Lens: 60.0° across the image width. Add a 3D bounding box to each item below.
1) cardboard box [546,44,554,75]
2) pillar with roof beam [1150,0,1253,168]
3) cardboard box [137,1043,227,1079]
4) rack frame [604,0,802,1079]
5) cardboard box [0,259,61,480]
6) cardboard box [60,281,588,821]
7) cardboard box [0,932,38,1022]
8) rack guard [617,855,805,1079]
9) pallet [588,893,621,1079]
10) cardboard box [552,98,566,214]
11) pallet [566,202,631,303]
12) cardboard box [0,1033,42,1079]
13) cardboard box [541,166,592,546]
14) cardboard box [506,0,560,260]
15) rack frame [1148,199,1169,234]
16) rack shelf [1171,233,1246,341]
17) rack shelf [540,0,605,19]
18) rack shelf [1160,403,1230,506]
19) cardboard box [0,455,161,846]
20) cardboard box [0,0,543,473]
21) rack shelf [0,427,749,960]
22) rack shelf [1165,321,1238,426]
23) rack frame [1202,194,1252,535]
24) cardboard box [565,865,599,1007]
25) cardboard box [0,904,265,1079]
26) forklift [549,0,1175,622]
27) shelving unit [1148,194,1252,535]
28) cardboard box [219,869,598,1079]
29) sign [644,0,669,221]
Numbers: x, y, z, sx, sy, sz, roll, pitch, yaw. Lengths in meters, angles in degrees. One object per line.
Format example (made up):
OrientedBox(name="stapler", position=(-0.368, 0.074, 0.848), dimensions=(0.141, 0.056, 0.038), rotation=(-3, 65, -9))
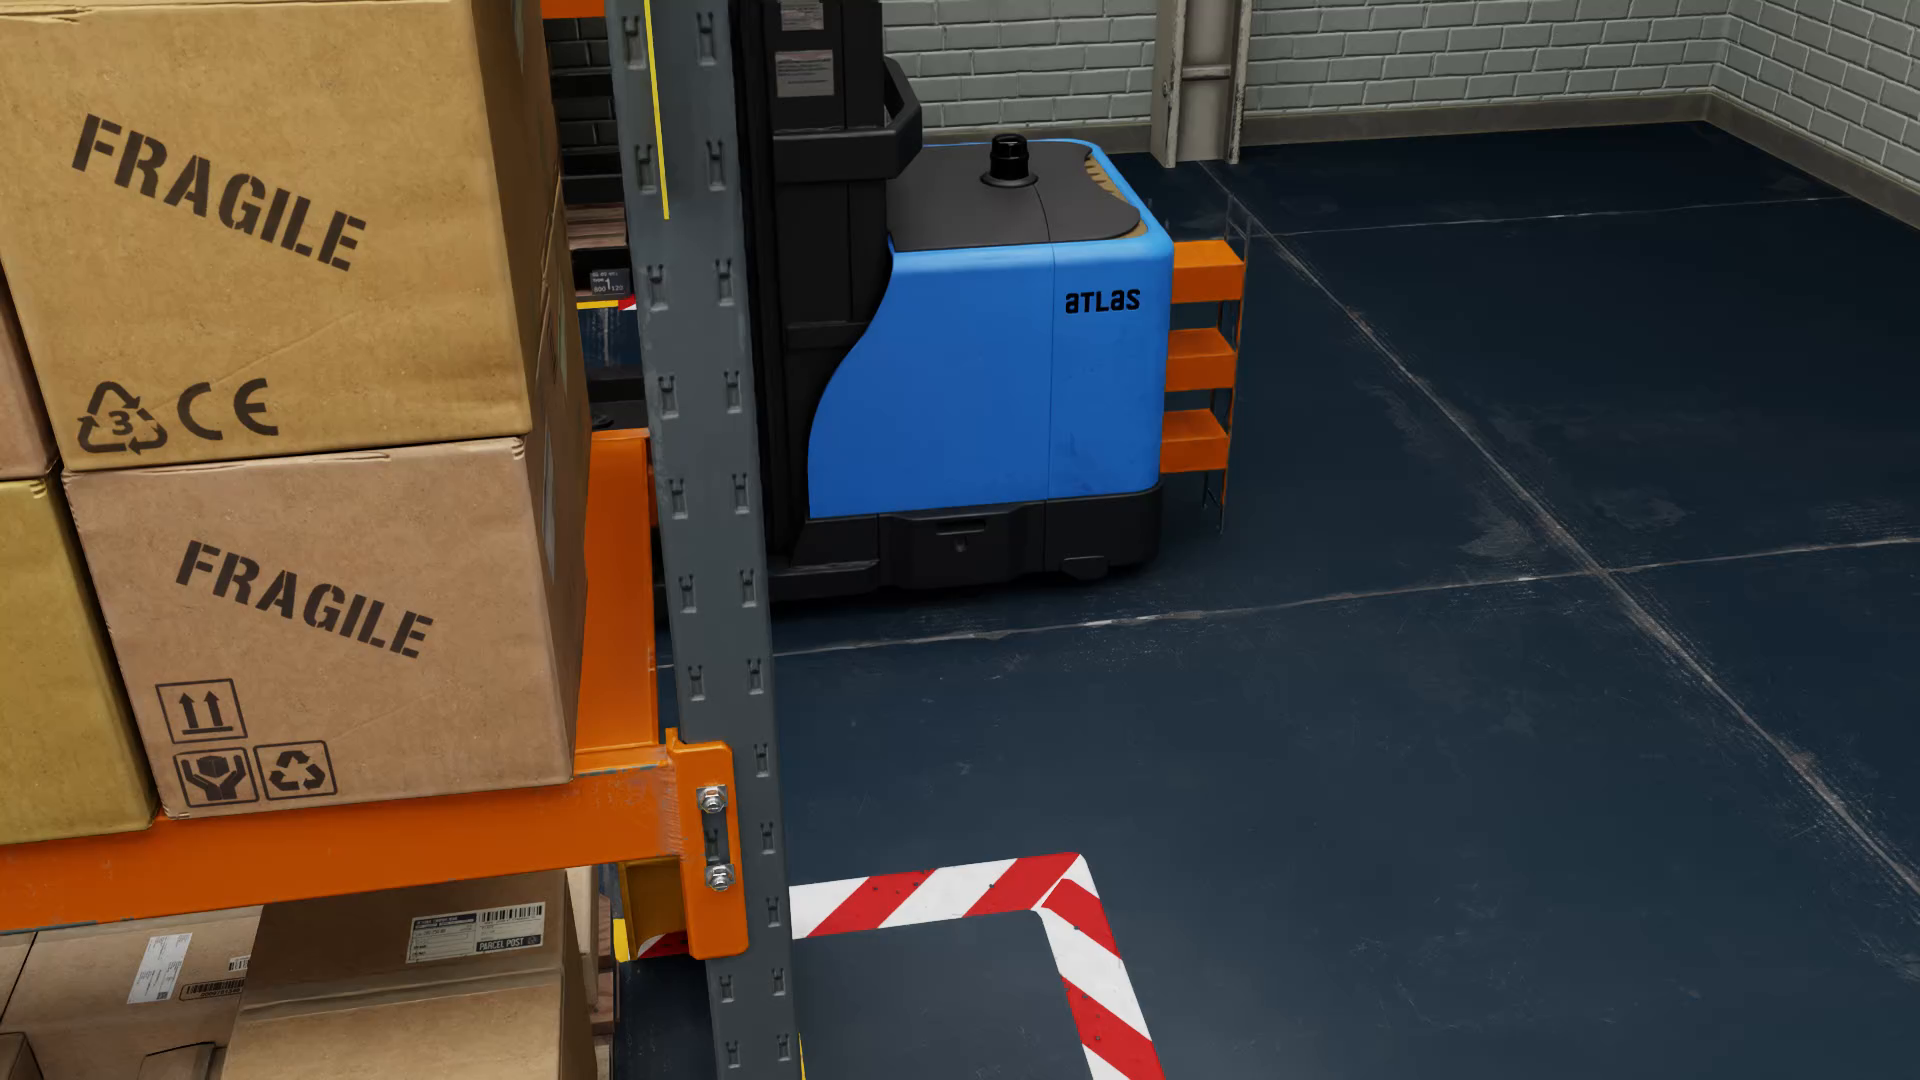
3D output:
OrientedBox(name="cardboard box", position=(-1.871, -1.987, 7.082), dimensions=(0.250, 0.149, 0.380), rotation=(-5, 31, -9))
OrientedBox(name="pillar with roof beam", position=(1.988, -3.724, 2.705), dimensions=(0.400, 9.000, 9.100), rotation=(-5, 31, -9))
OrientedBox(name="cardboard box", position=(-1.297, 1.059, 2.851), dimensions=(0.250, 0.166, 0.380), rotation=(-5, 31, -9))
OrientedBox(name="rack frame", position=(-0.392, -0.137, 2.524), dimensions=(0.127, 3.000, 1.000), rotation=(-5, 31, -9))
OrientedBox(name="cardboard box", position=(-1.277, -0.387, 1.864), dimensions=(0.500, 0.500, 0.500), rotation=(-4, 31, -8))
OrientedBox(name="cardboard box", position=(-0.783, -0.004, 2.198), dimensions=(0.500, 0.500, 0.500), rotation=(-4, 31, -7))
OrientedBox(name="cardboard box", position=(-1.961, 0.858, 3.110), dimensions=(0.500, 0.250, 0.500), rotation=(-5, 31, -9))
OrientedBox(name="rack guard", position=(-0.466, 0.947, 3.146), dimensions=(0.348, 0.500, 1.175), rotation=(-5, 31, -9))
OrientedBox(name="pallet", position=(-1.250, 1.145, 3.094), dimensions=(1.213, 0.211, 1.003), rotation=(-5, 31, -9))
OrientedBox(name="cardboard box", position=(-1.958, -1.596, 7.057), dimensions=(0.500, 0.500, 0.700), rotation=(-5, 31, -9))
OrientedBox(name="pallet", position=(-2.060, -1.292, 7.240), dimensions=(1.213, 0.211, 1.003), rotation=(-5, 31, -9))
OrientedBox(name="cardboard box", position=(-1.822, 1.103, 2.694), dimensions=(0.500, 0.250, 0.500), rotation=(-5, 31, -9))
OrientedBox(name="cardboard box", position=(-0.876, -0.271, 2.653), dimensions=(0.500, 0.500, 0.500), rotation=(-5, 31, -8))
OrientedBox(name="cardboard box", position=(-0.876, -0.702, 2.400), dimensions=(0.500, 0.500, 0.500), rotation=(-4, 31, -7))
OrientedBox(name="rack frame", position=(0.573, -0.500, 5.065), dimensions=(0.008, 1.050, 0.200), rotation=(-5, 31, -8))
OrientedBox(name="rack shelf", position=(0.694, -0.746, 4.943), dimensions=(0.240, 0.259, 0.215), rotation=(-5, 31, -8))
OrientedBox(name="rack shelf", position=(-3.255, -2.114, 6.595), dimensions=(4.000, 0.370, 1.077), rotation=(-5, 31, -9))
OrientedBox(name="rack shelf", position=(0.694, -0.261, 5.228), dimensions=(0.240, 0.259, 0.215), rotation=(-5, 31, -8))
OrientedBox(name="cardboard box", position=(-1.293, 0.045, 2.115), dimensions=(0.500, 0.500, 0.500), rotation=(-5, 31, -8))
OrientedBox(name="cardboard box", position=(-0.780, -0.433, 1.943), dimensions=(0.500, 0.500, 0.500), rotation=(-6, 31, -9))
OrientedBox(name="rack shelf", position=(-2.359, 0.356, 2.396), dimensions=(4.000, 0.370, 1.077), rotation=(-5, 31, -9))
OrientedBox(name="rack shelf", position=(0.694, -0.501, 5.087), dimensions=(0.240, 0.259, 0.215), rotation=(-5, 31, -8))
OrientedBox(name="rack frame", position=(0.814, -0.520, 5.099), dimensions=(0.008, 1.050, 0.200), rotation=(-5, 31, -8))
OrientedBox(name="cardboard box", position=(-0.865, 0.769, 3.361), dimensions=(0.250, 0.149, 0.380), rotation=(-5, 31, -9))
OrientedBox(name="cardboard box", position=(-1.469, 0.812, 3.188), dimensions=(0.500, 0.250, 0.500), rotation=(-5, 31, -9))
OrientedBox(name="forklift", position=(-0.958, -1.274, 4.526), dimensions=(3.031, 2.935, 1.130), rotation=(-5, 31, -8))
OrientedBox(name="shelving unit", position=(0.694, -0.510, 5.082), dimensions=(0.252, 1.050, 0.215), rotation=(-5, 31, -8))
OrientedBox(name="cardboard box", position=(-0.882, 0.923, 2.753), dimensions=(0.500, 0.500, 0.500), rotation=(-5, 31, -9))
OrientedBox(name="sign", position=(-0.311, -0.494, 1.677), dimensions=(0.005, 0.325, 0.100), rotation=(-5, 31, -9))
